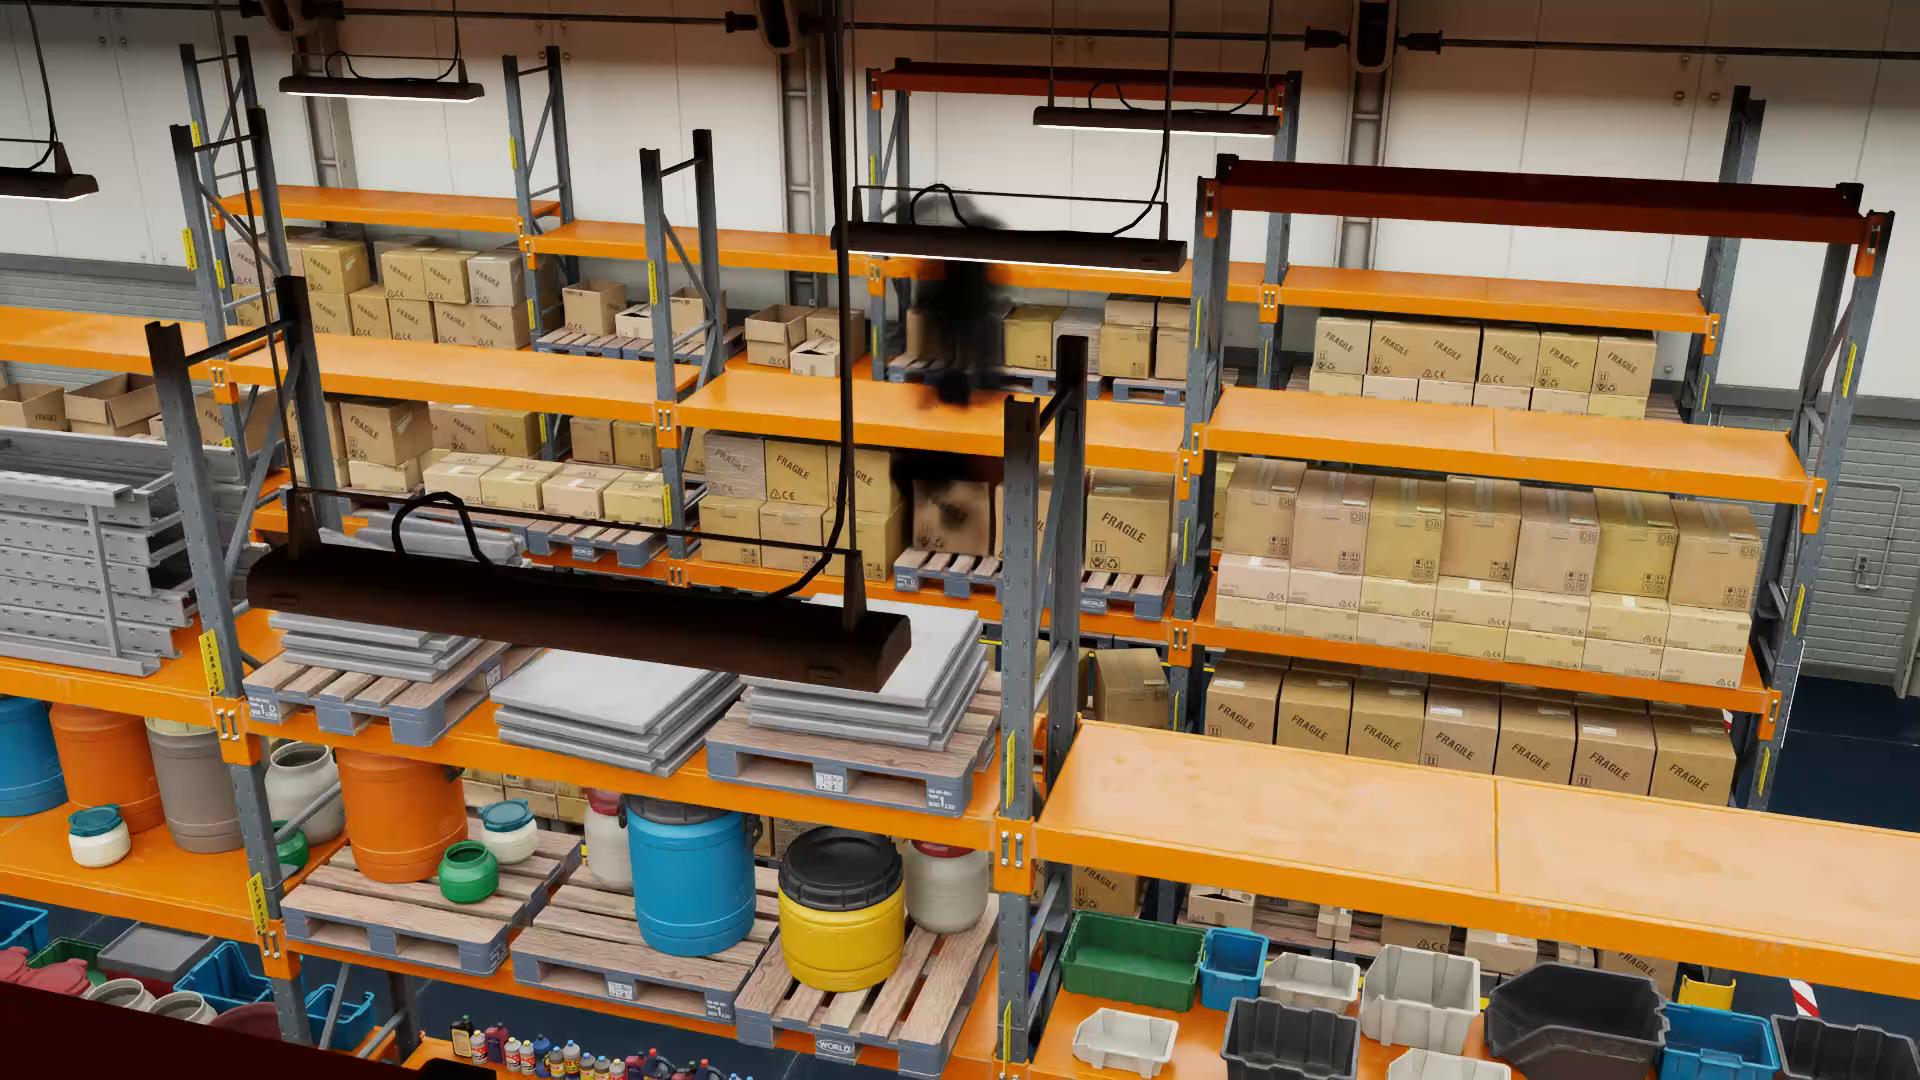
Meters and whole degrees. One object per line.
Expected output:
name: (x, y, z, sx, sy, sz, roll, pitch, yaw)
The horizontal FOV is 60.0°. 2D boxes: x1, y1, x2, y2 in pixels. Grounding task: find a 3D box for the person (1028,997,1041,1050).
person: (0.482, 3.073, 10.647, 0.864, 1.720, 0.574, 5, 23, 11)
